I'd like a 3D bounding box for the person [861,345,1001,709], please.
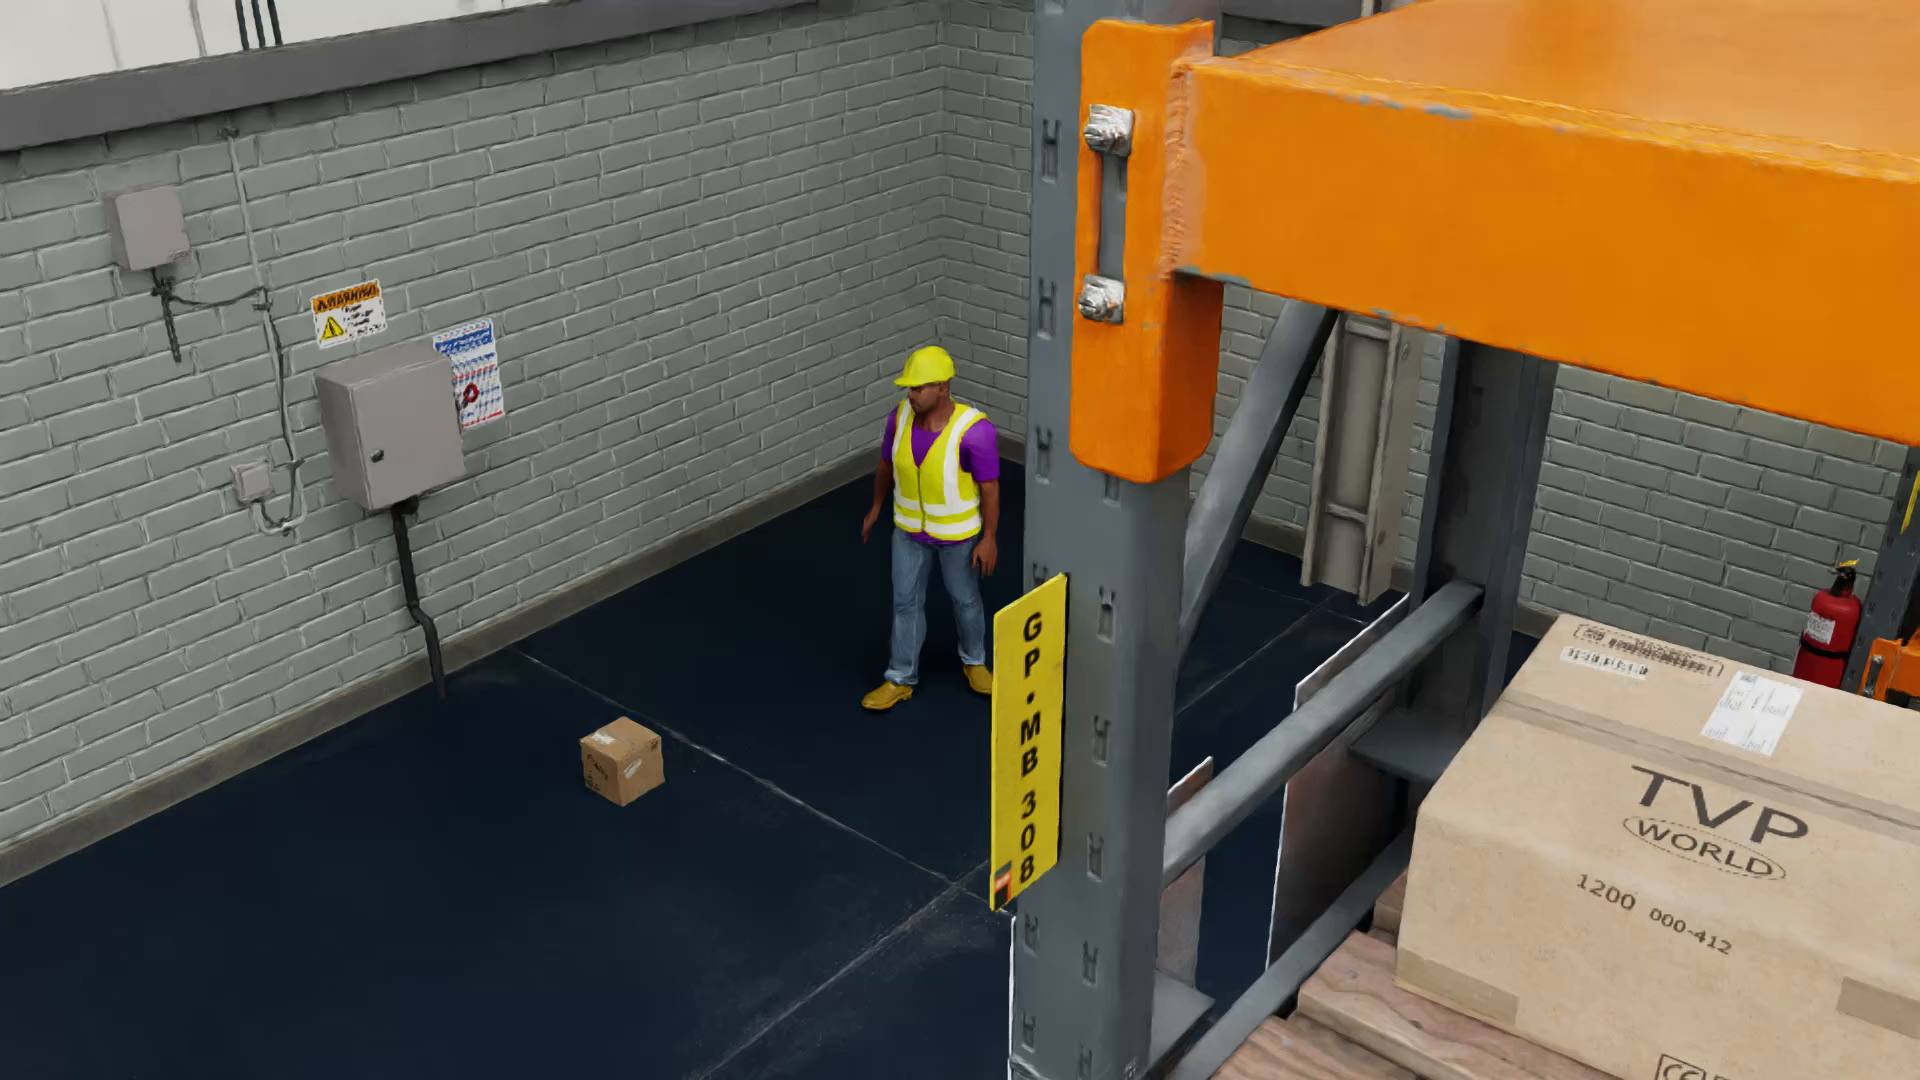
[{"bbox_3d":[-0.163,-0.044,7.657,0.708,1.766,0.628,12,30,23],"label":"person"}]
